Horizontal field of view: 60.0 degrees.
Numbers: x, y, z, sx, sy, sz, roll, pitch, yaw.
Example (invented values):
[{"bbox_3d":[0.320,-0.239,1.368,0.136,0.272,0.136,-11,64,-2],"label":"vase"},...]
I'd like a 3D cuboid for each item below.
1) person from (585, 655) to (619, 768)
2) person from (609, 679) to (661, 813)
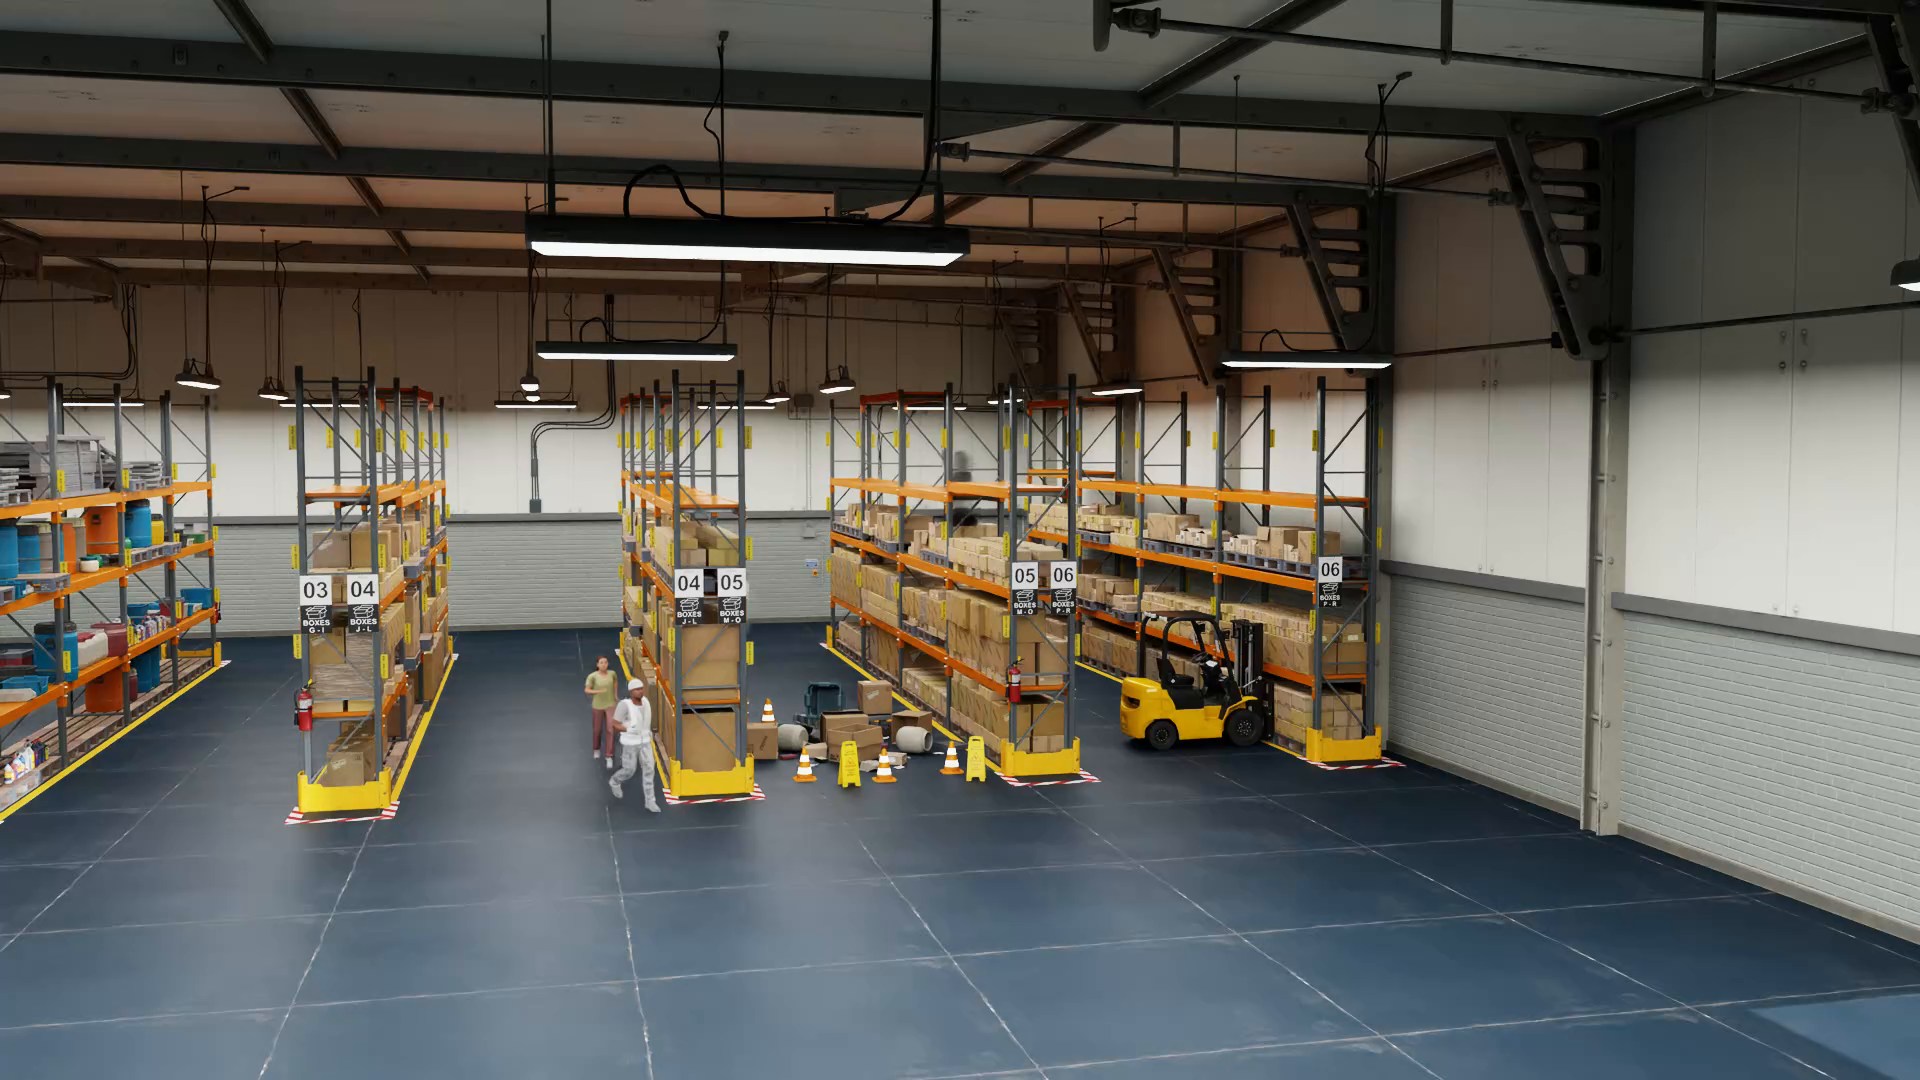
[{"bbox_3d":[-5.533,2.611,25.709,0.553,1.697,0.909,-1,4,-22],"label":"person"},{"bbox_3d":[-4.414,2.765,22.590,1.032,1.778,0.696,3,5,43],"label":"person"}]
